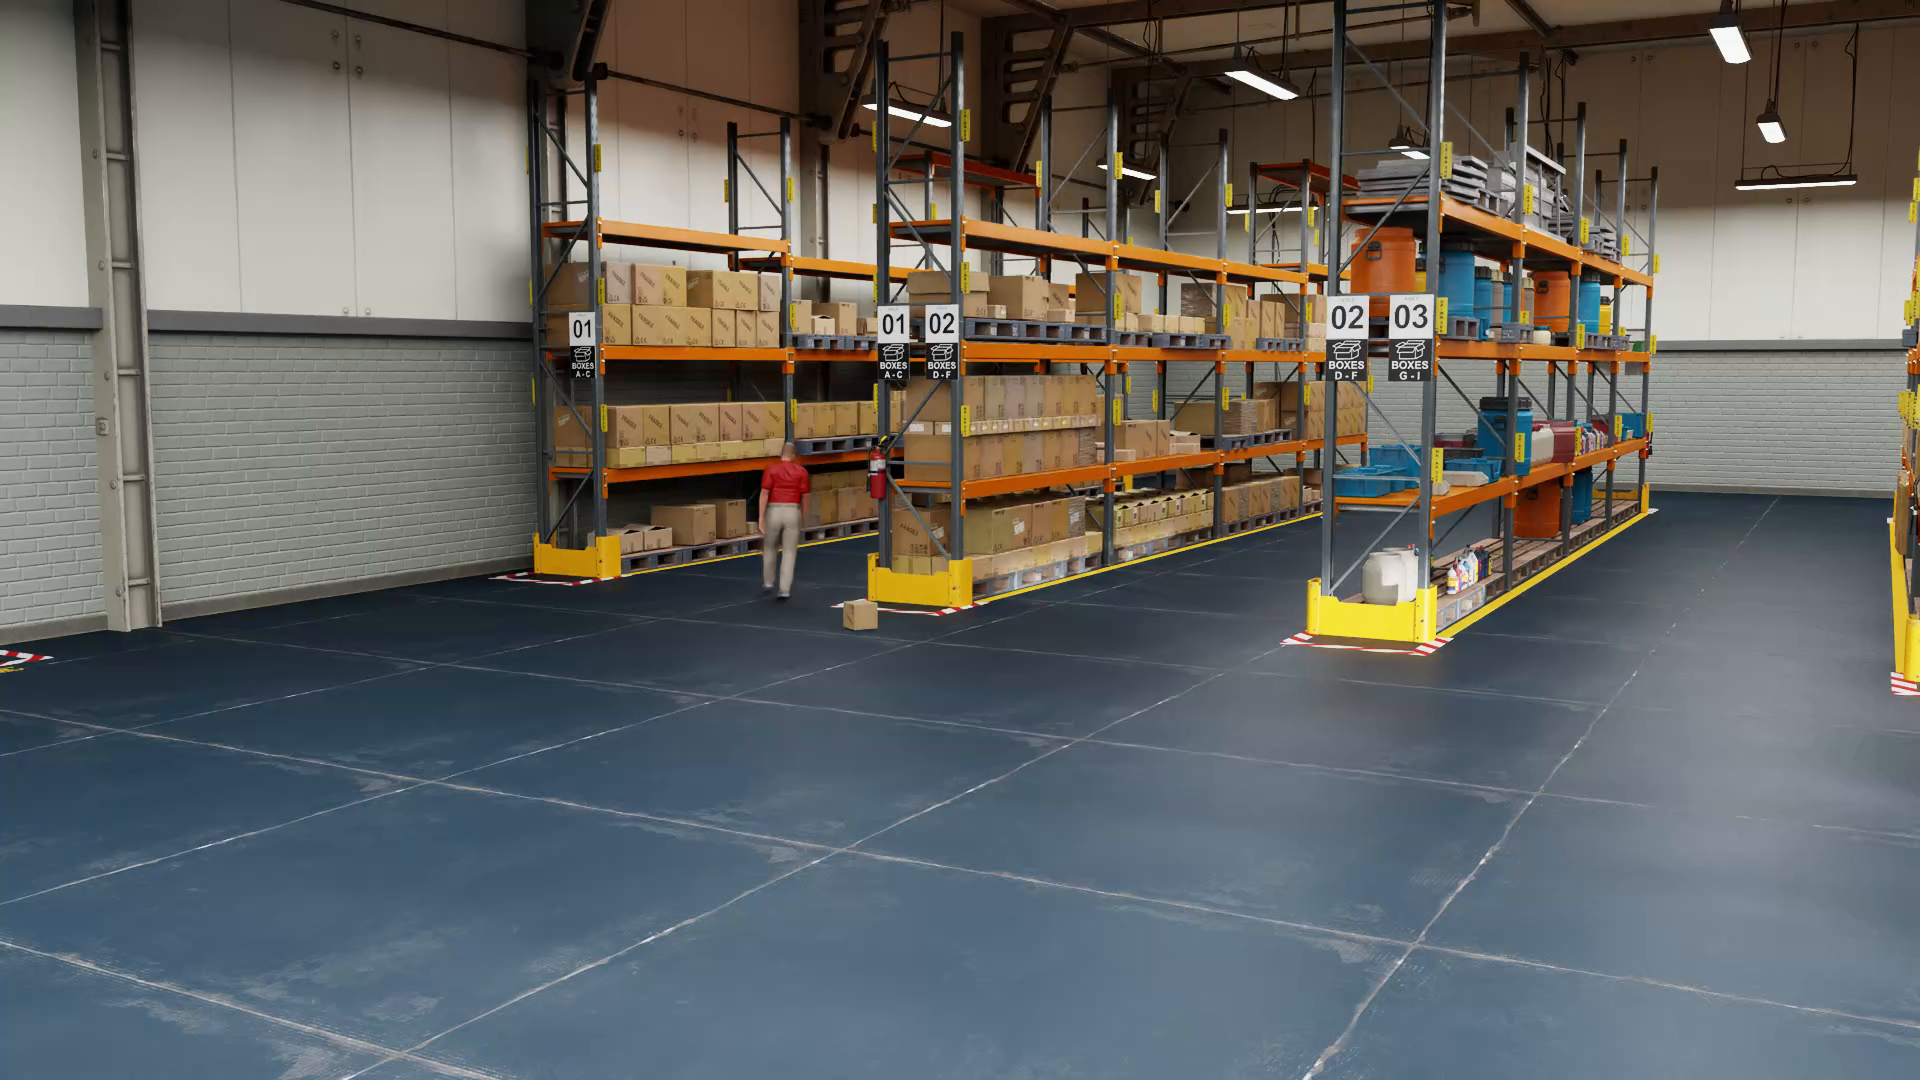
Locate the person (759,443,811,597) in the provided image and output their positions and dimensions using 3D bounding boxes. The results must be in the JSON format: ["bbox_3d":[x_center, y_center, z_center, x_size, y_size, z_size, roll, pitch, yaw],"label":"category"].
[{"bbox_3d":[-1.950,-0.239,18.514,0.589,1.683,0.901,0,6,-1],"label":"person"}]
